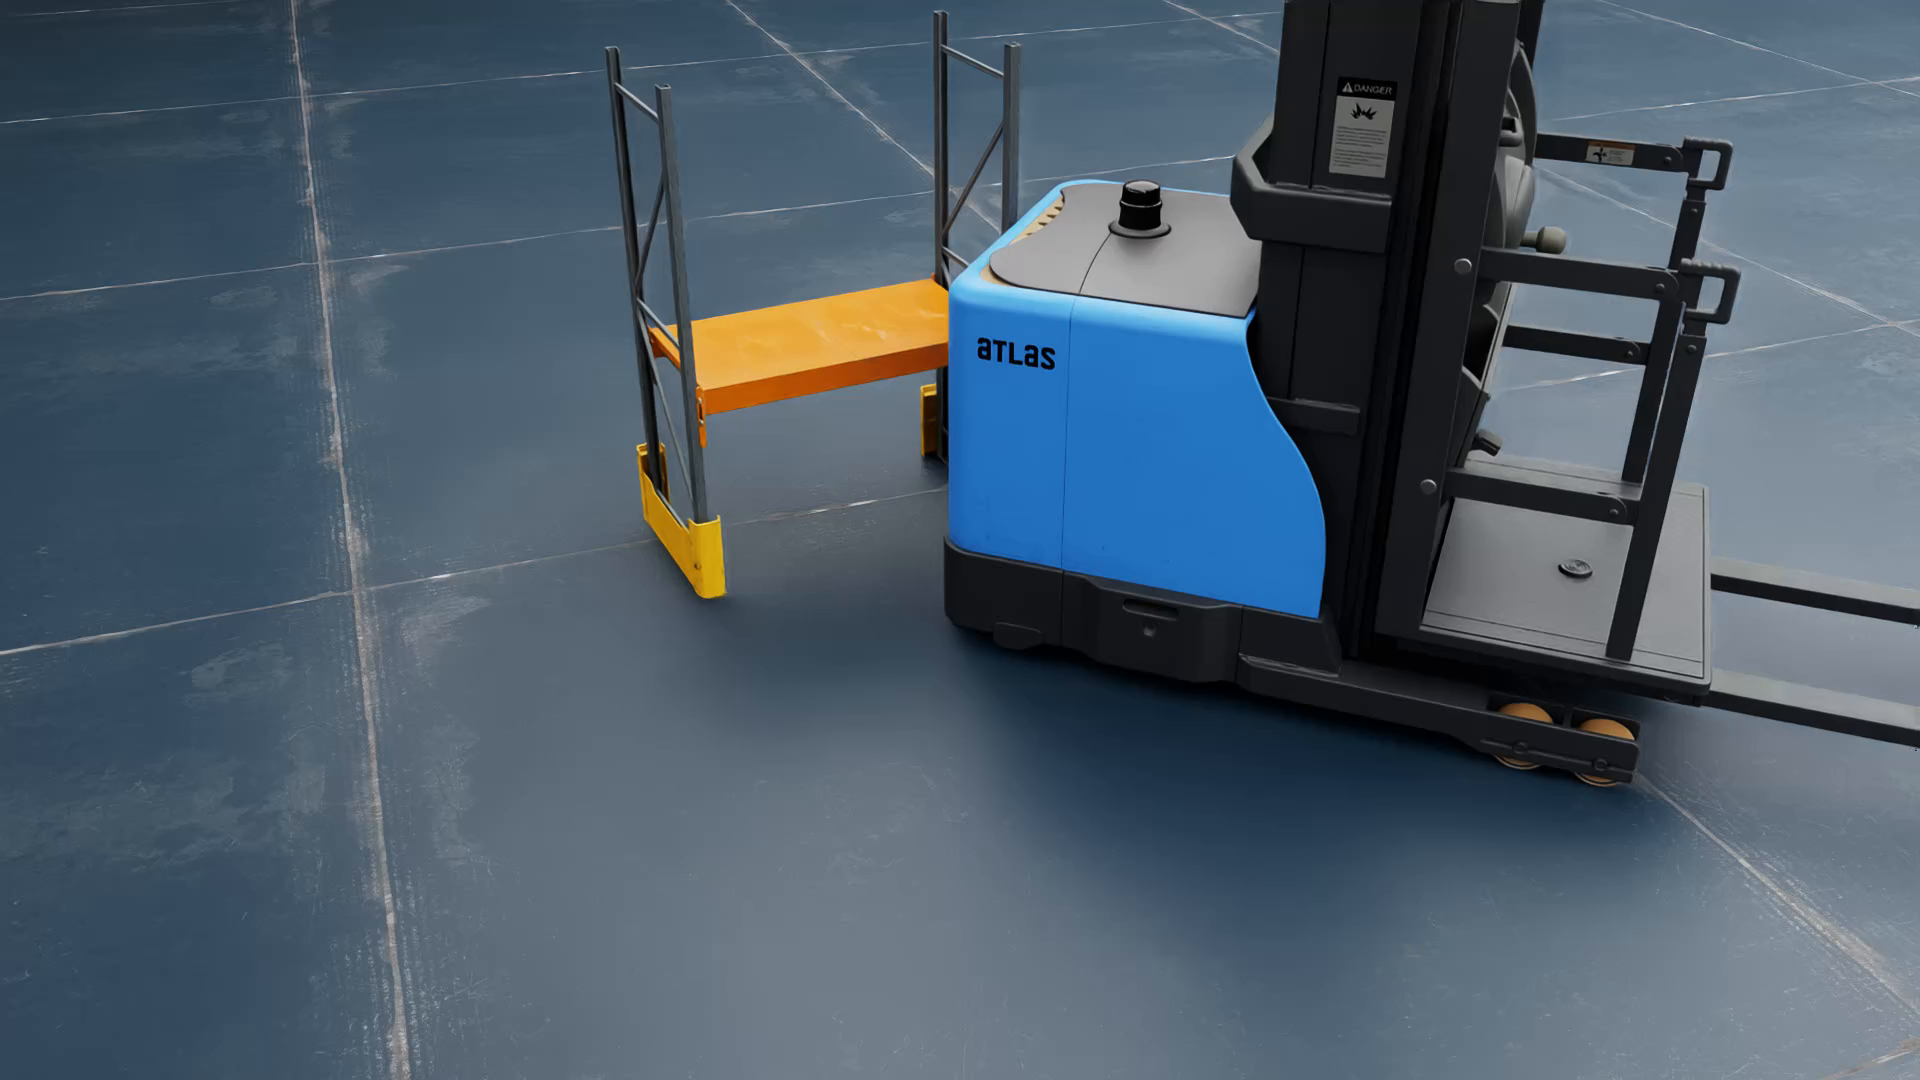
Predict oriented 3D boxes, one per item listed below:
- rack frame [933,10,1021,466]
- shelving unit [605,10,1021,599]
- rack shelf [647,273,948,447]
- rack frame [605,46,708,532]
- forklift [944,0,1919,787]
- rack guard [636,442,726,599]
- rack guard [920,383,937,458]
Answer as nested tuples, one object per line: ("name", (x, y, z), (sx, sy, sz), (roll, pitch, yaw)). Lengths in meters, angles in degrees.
("rack frame", (0.044, -0.839, 5.208), (0.032, 1.500, 0.500), (-14, 33, -23))
("shelving unit", (-0.417, -0.724, 5.005), (1.083, 1.500, 0.587), (-14, 33, -23))
("rack shelf", (-0.409, -0.570, 5.098), (1.000, 0.185, 0.538), (-14, 33, -23))
("rack frame", (-0.863, -0.612, 4.810), (0.032, 1.500, 0.500), (-14, 33, -23))
("forklift", (1.525, -0.954, 3.964), (3.031, 2.935, 1.130), (11, 31, 18))
("rack guard", (-0.862, -0.070, 5.120), (0.087, 0.250, 0.587), (-14, 33, -23))
("rack guard", (0.027, -0.292, 5.510), (0.087, 0.250, 0.587), (-14, 33, -23))
